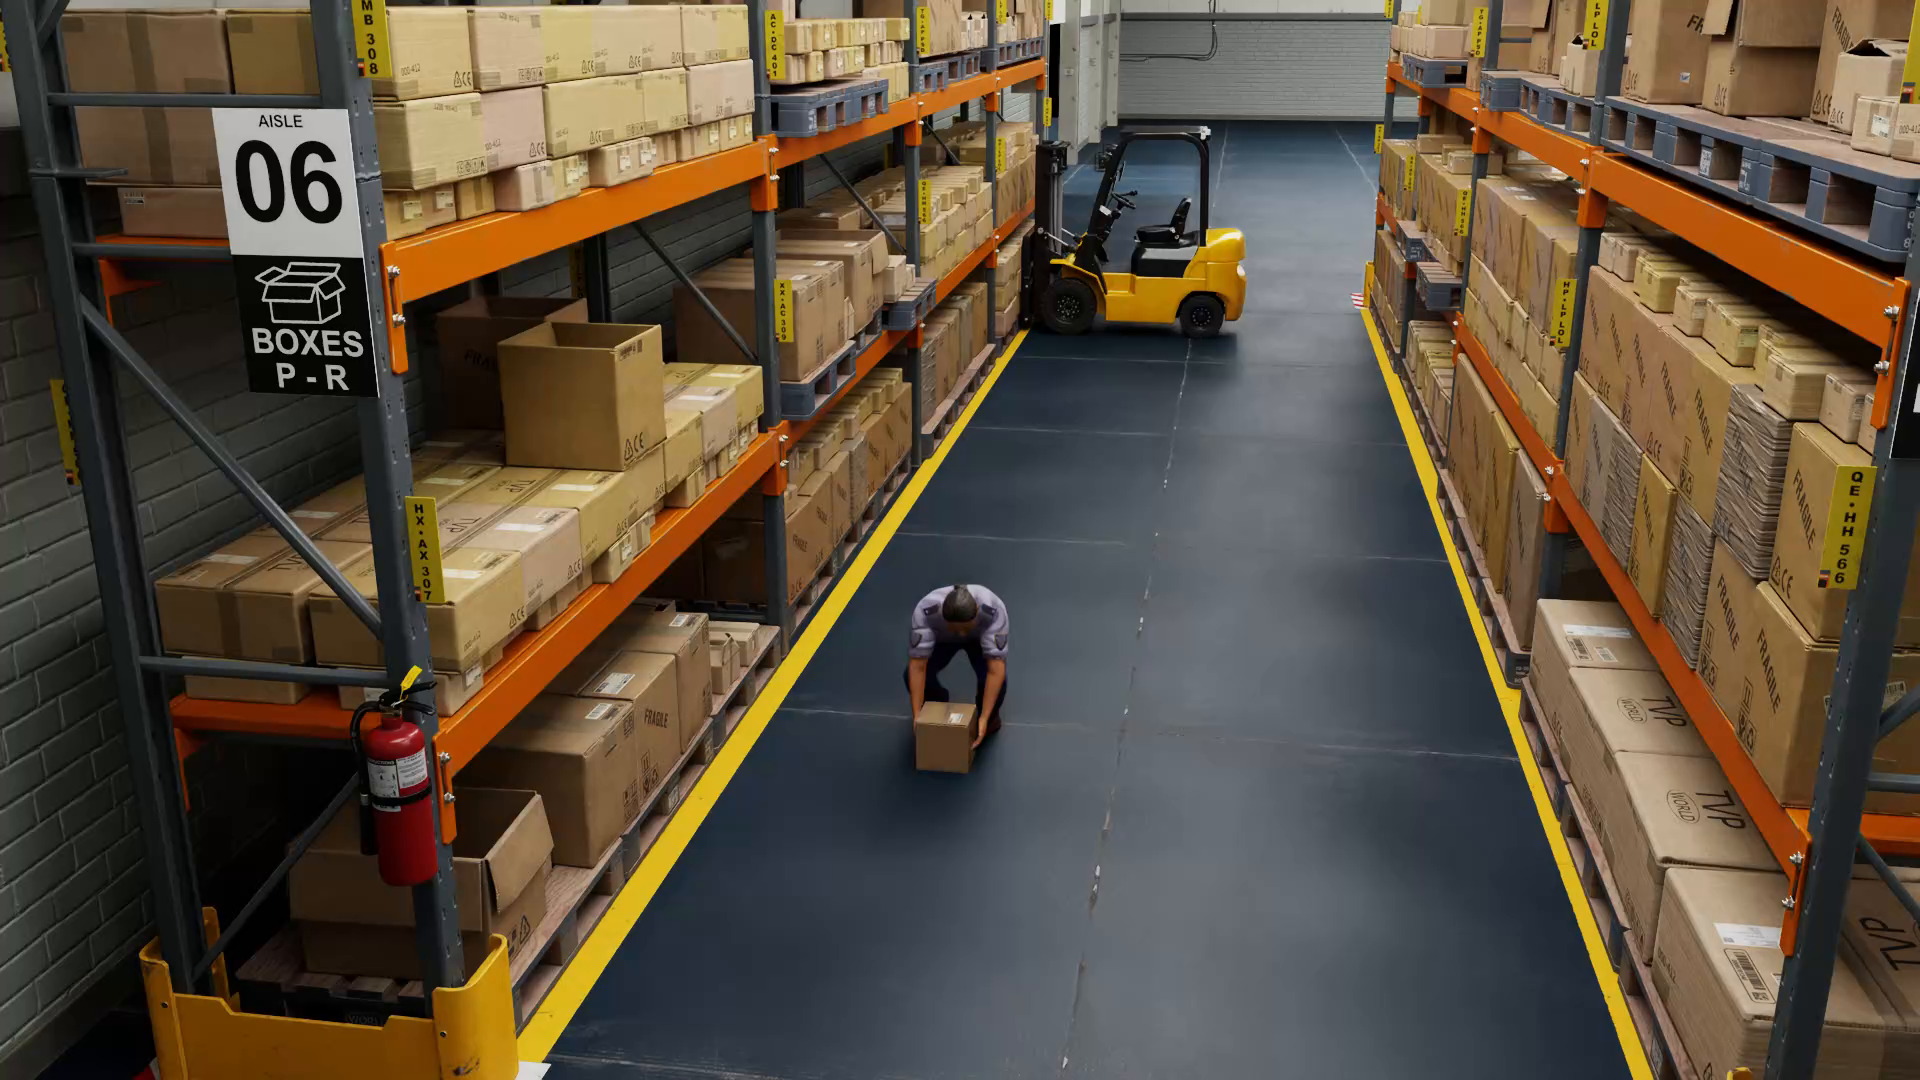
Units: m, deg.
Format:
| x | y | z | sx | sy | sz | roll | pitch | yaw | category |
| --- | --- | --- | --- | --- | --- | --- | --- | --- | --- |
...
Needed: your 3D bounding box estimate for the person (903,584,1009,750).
| x | y | z | sx | sy | sz | roll | pitch | yaw | category |
| --- | --- | --- | --- | --- | --- | --- | --- | --- | --- |
| -0.003 | 0.547 | 8.171 | 0.523 | 0.869 | 0.828 | 3 | 18 | 9 | person |
